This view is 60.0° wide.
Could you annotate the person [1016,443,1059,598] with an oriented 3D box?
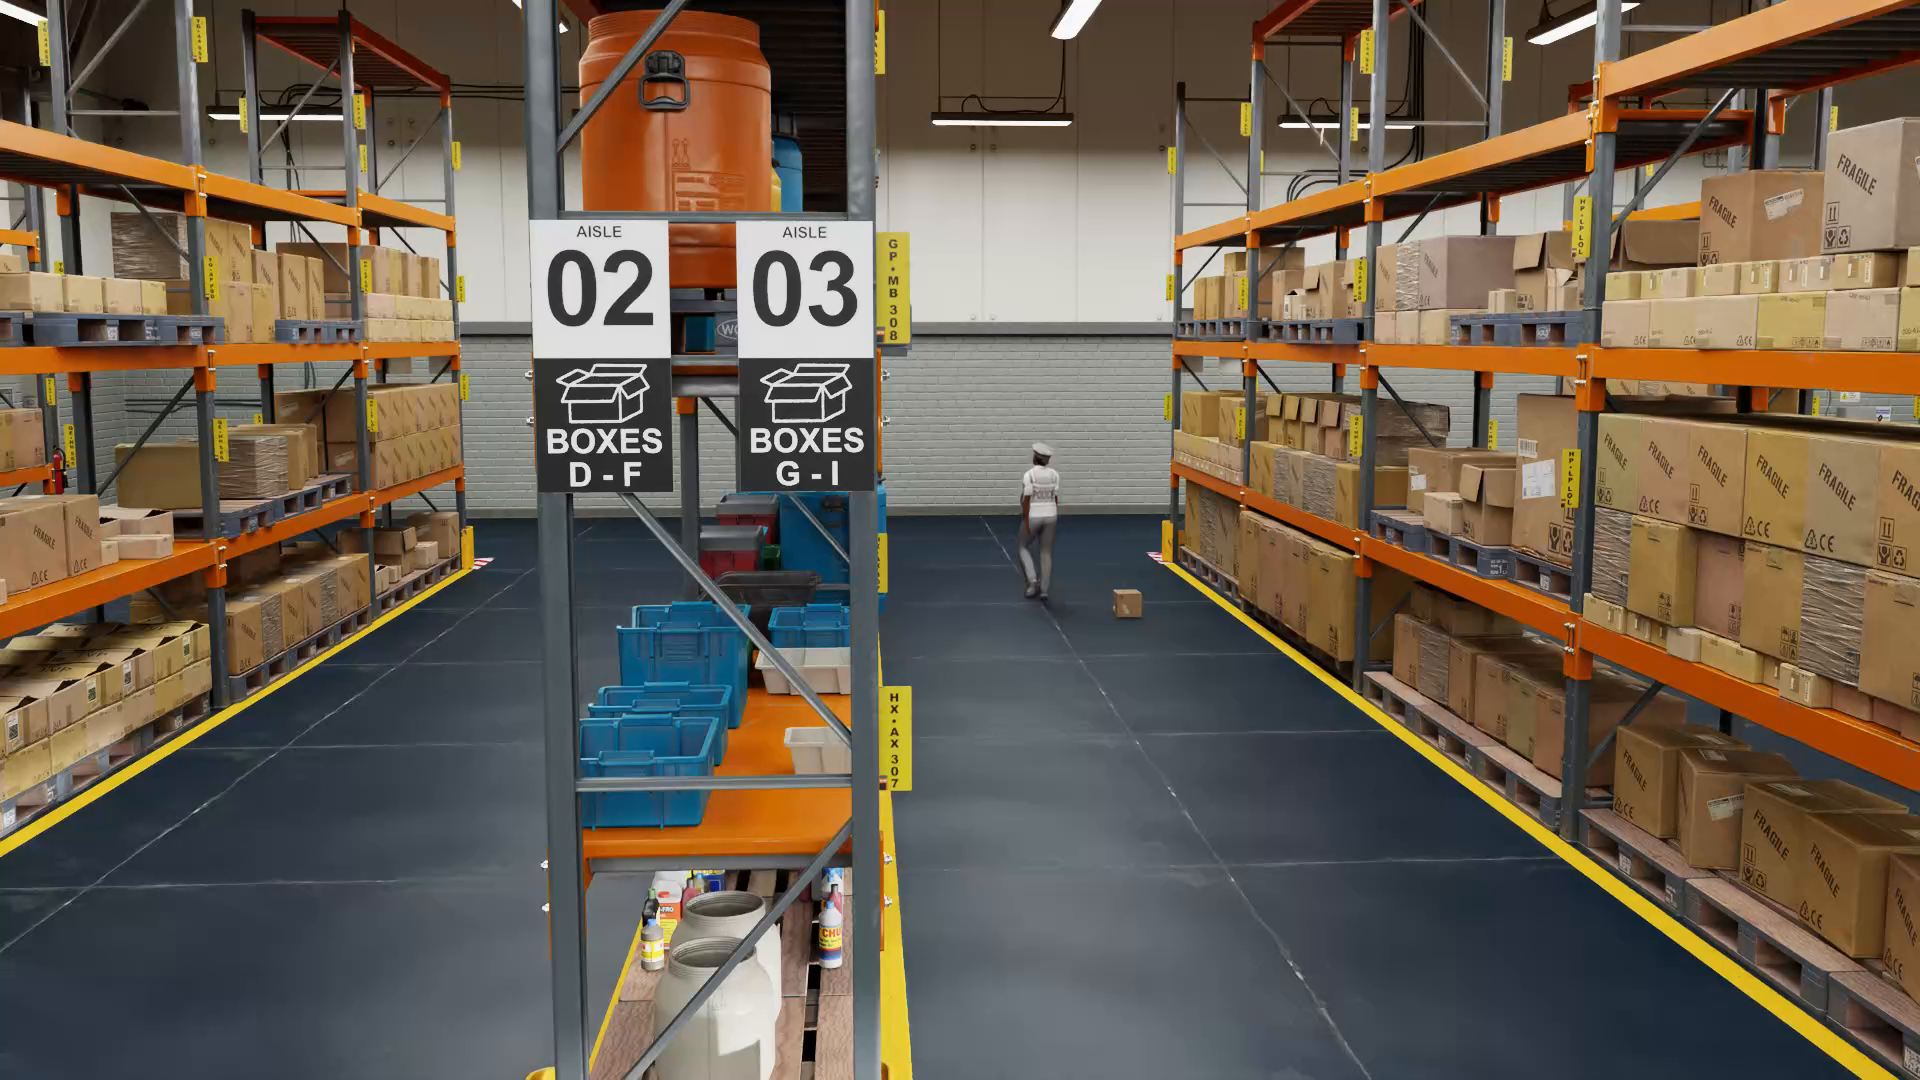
[{"bbox_3d":[0.864,-0.211,18.267,0.433,1.710,0.428,-2,7,-16],"label":"person"}]
